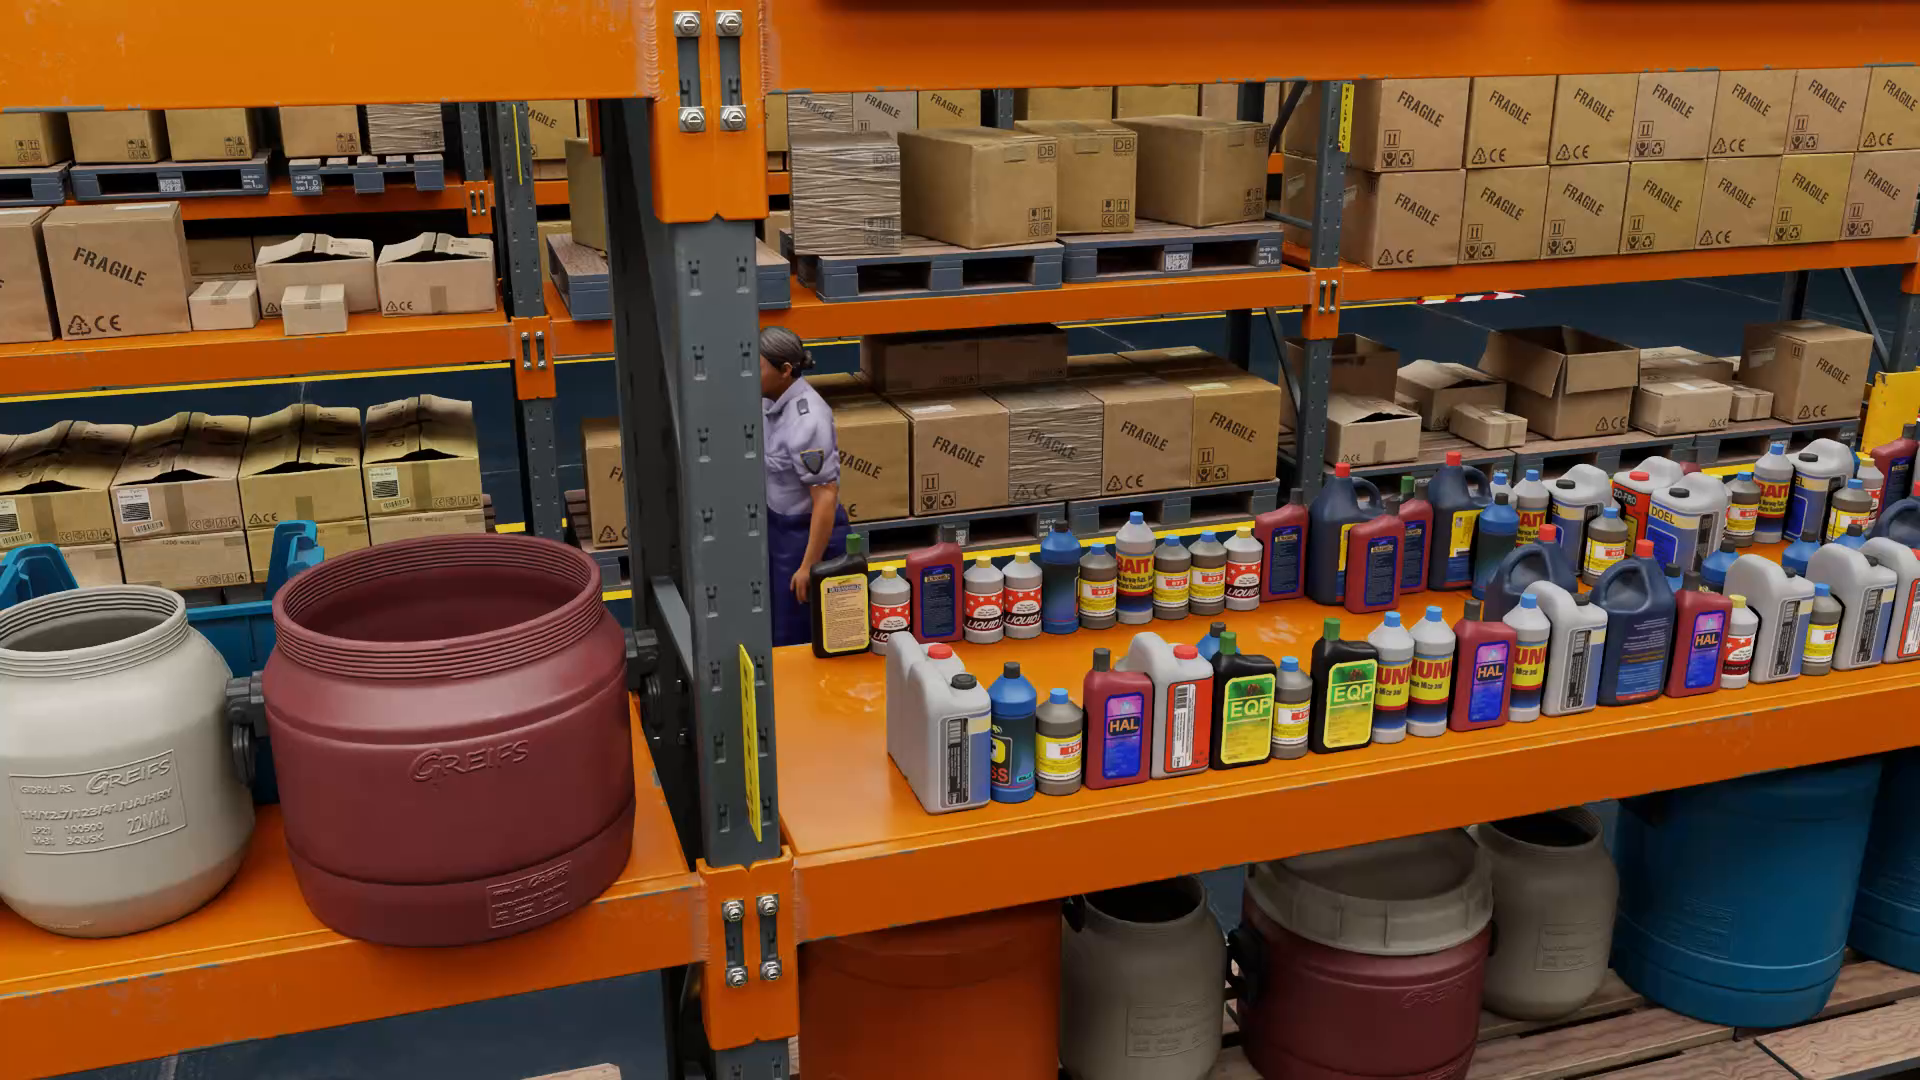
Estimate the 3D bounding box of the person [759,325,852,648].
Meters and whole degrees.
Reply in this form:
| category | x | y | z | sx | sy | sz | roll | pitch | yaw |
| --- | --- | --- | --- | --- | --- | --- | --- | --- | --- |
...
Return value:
| category | x | y | z | sx | sy | sz | roll | pitch | yaw |
| --- | --- | --- | --- | --- | --- | --- | --- | --- | --- |
| person | -0.586 | 0.028 | 5.998 | 0.368 | 1.653 | 0.563 | -7 | 21 | -20 |
